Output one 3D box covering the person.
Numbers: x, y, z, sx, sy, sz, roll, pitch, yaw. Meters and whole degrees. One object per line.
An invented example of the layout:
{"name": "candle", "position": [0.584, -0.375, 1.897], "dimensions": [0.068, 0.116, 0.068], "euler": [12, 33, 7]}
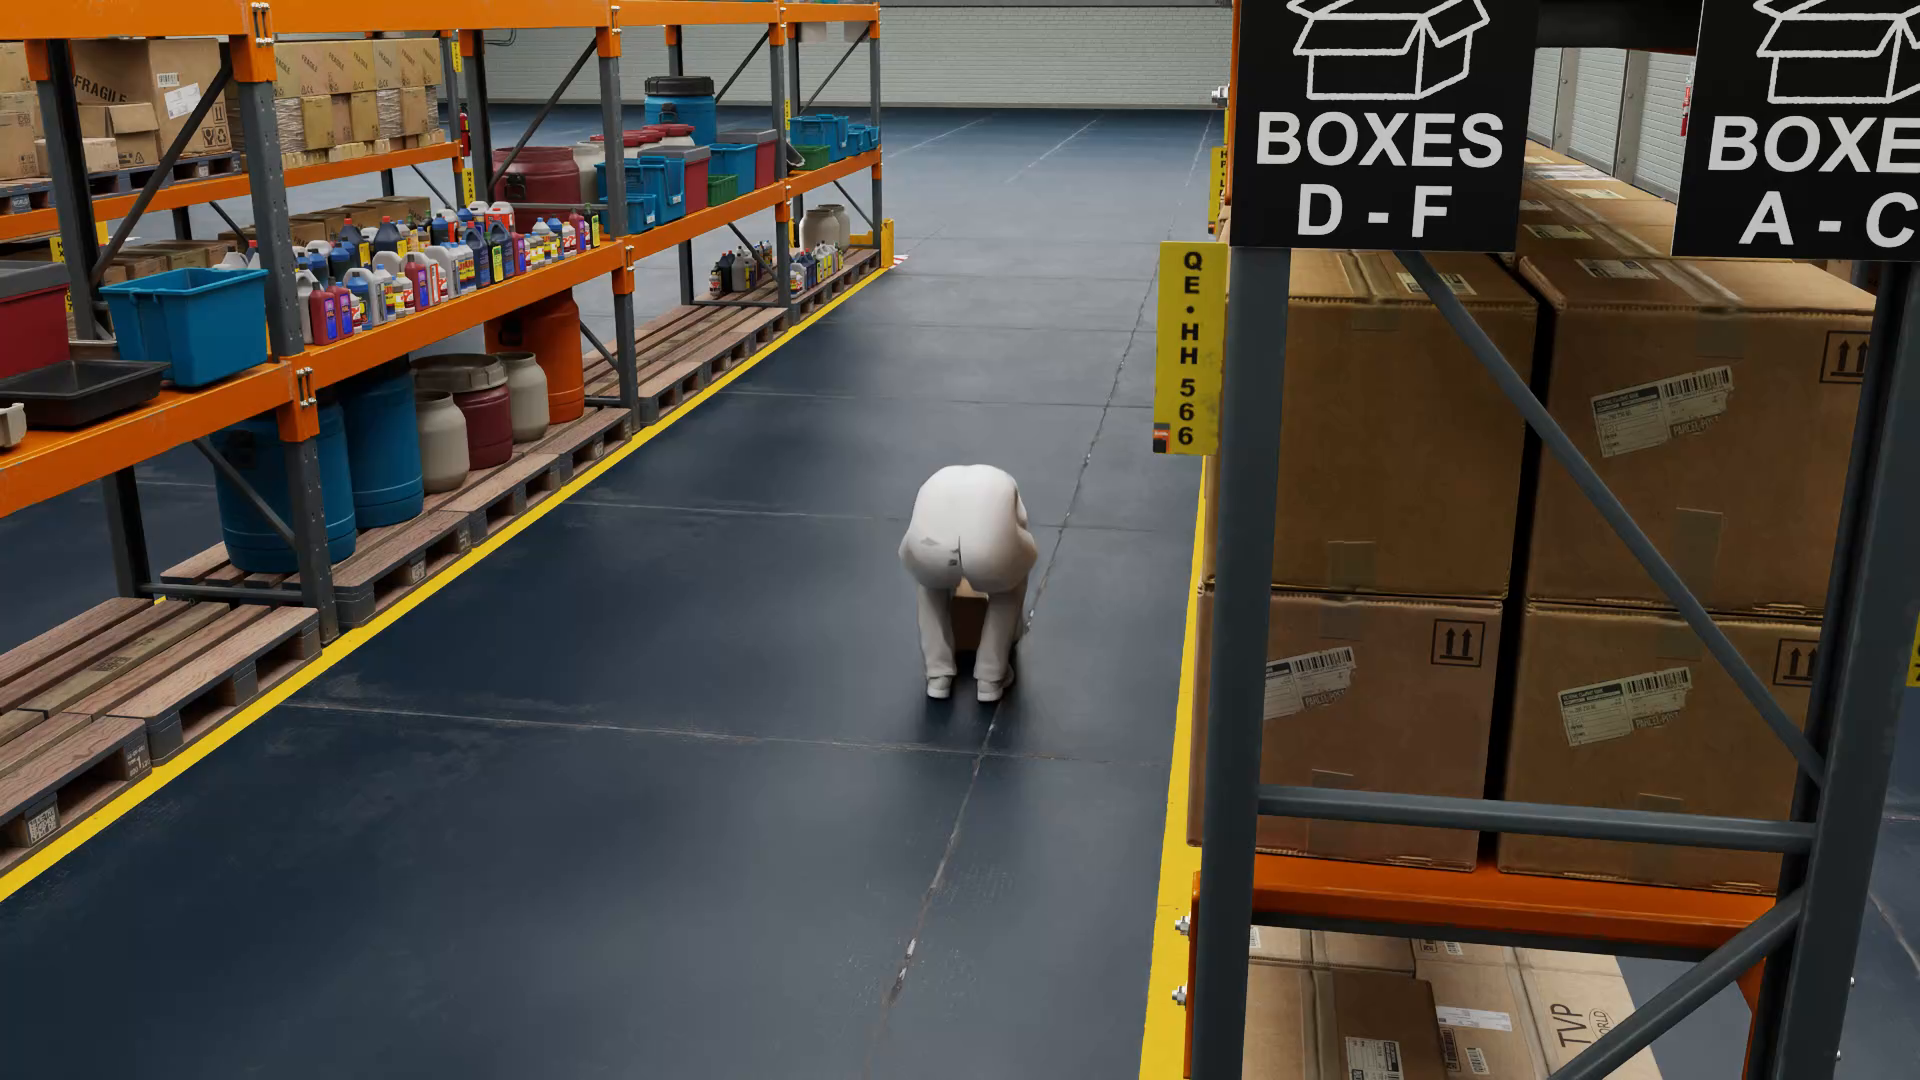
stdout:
{"name": "person", "position": [0.047, 0.120, 7.009], "dimensions": [0.581, 0.980, 0.943], "euler": [2, 18, 6]}
